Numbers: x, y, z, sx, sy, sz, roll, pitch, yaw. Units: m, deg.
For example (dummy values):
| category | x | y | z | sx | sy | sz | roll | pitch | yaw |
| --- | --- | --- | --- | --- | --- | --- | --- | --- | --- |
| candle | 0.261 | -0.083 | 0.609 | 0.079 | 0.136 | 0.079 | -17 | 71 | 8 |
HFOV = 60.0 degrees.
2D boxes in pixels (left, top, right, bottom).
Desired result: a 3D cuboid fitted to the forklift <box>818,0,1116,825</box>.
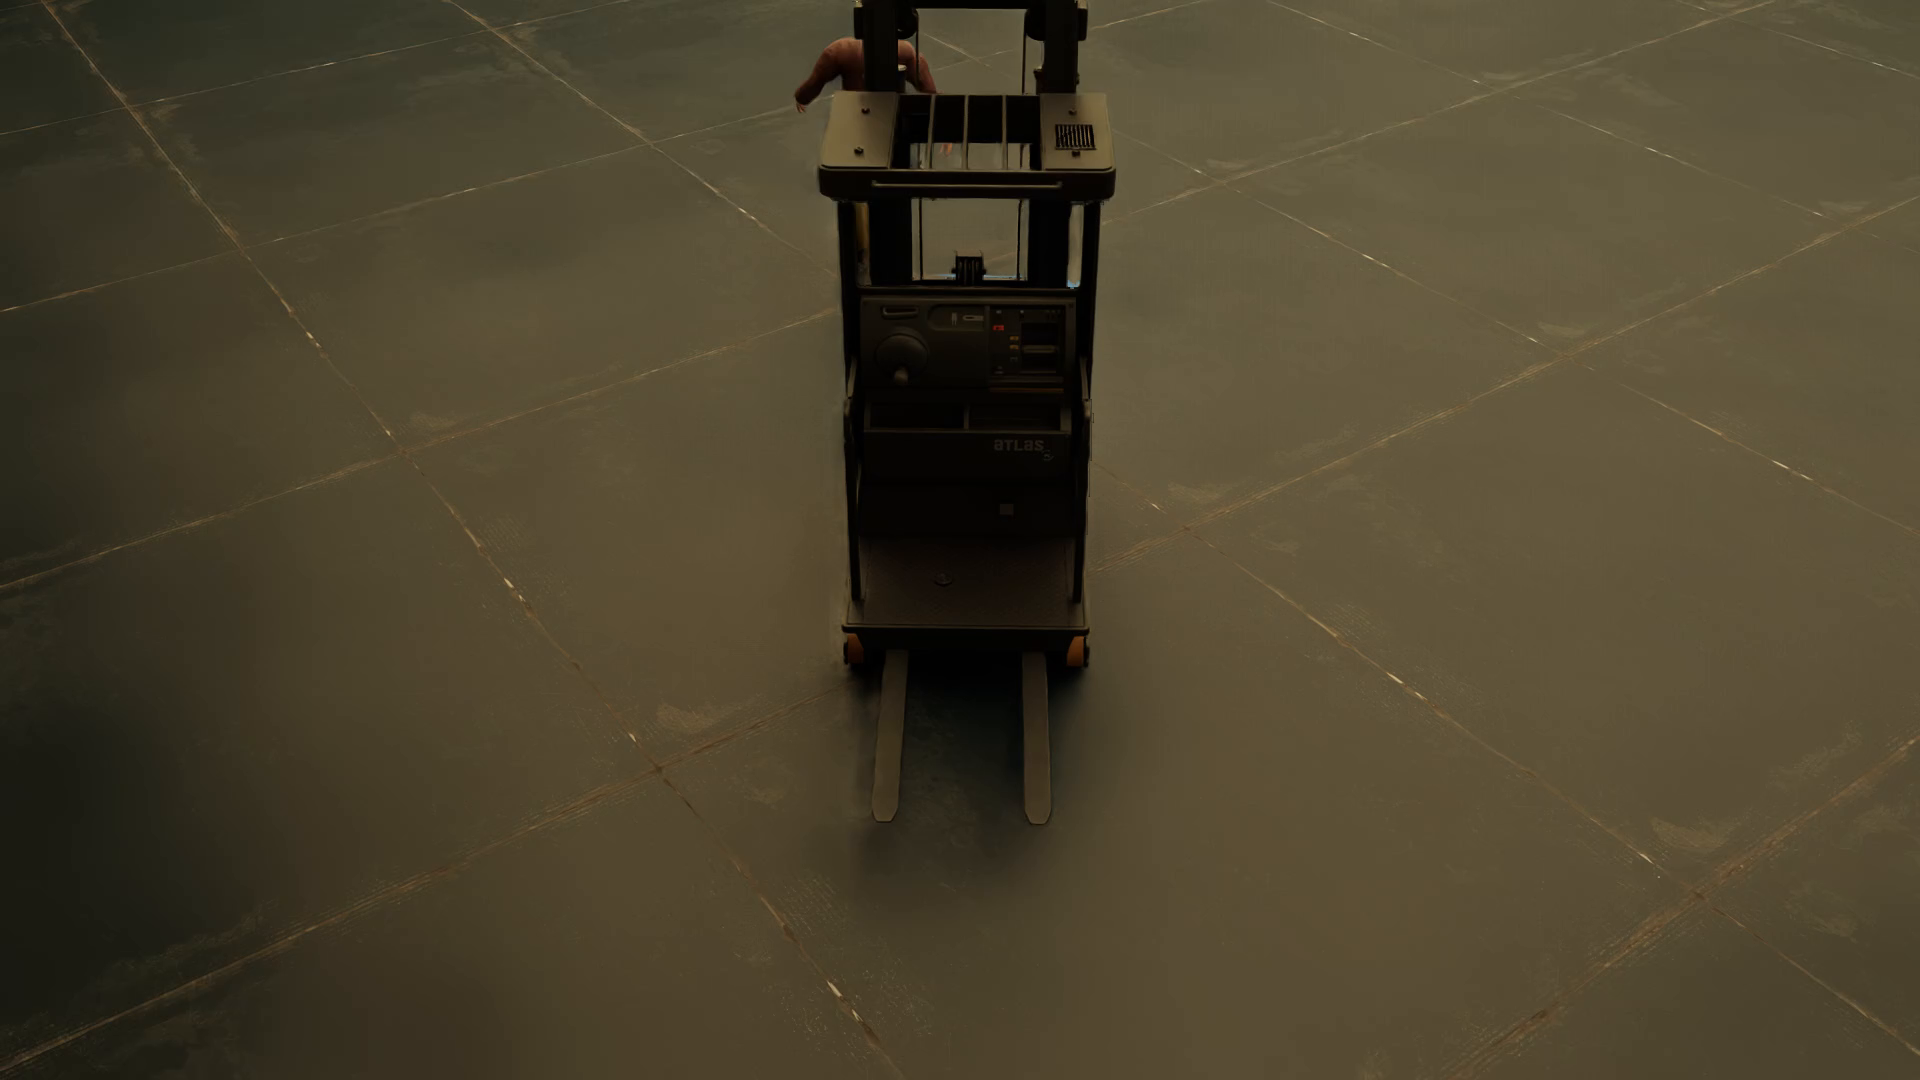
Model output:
| category | x | y | z | sx | sy | sz | roll | pitch | yaw |
| --- | --- | --- | --- | --- | --- | --- | --- | --- | --- |
| forklift | 0.032 | -0.787 | 7.009 | 1.130 | 2.935 | 3.031 | 1 | 36 | 1 |

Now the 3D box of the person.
| category | x | y | z | sx | sy | sz | roll | pitch | yaw |
| --- | --- | --- | --- | --- | --- | --- | --- | --- | --- |
| person | -0.533 | -2.551 | 10.387 | 0.913 | 1.762 | 0.746 | -8 | 37 | -11 |
